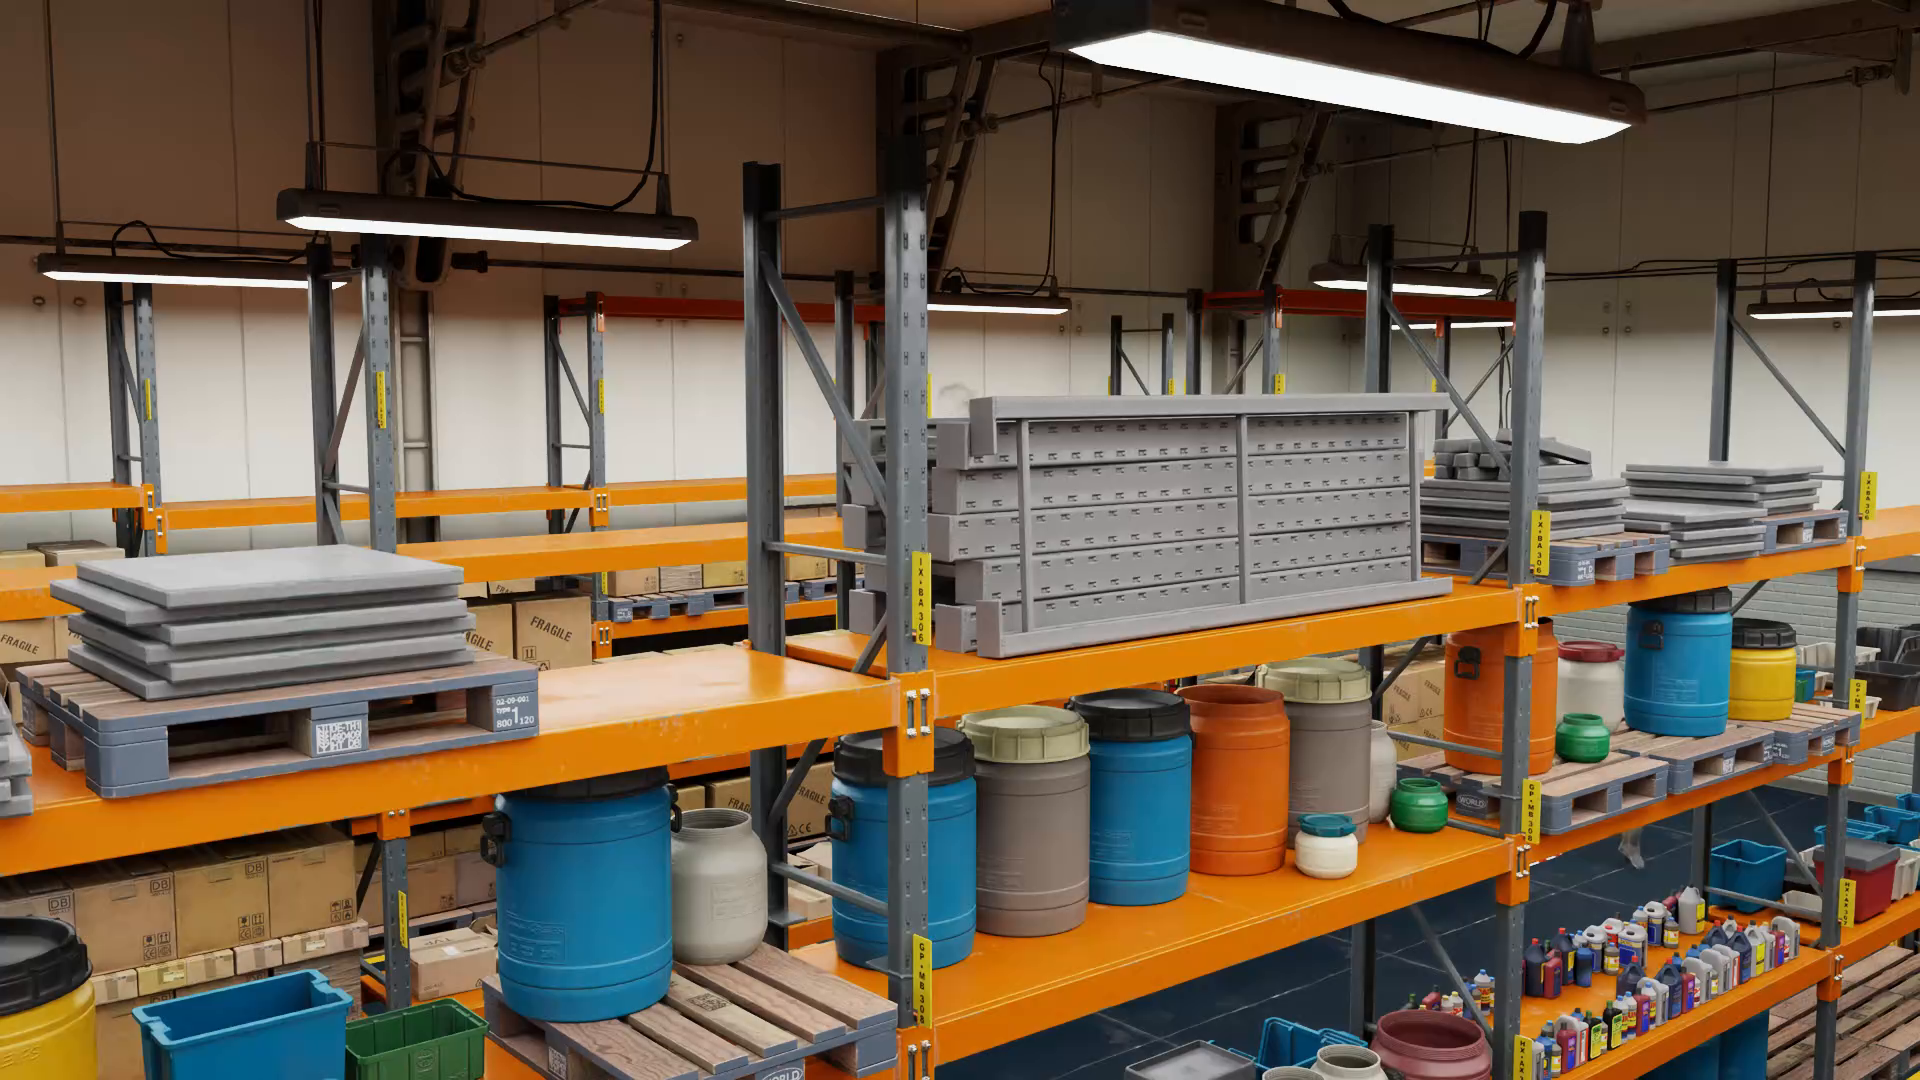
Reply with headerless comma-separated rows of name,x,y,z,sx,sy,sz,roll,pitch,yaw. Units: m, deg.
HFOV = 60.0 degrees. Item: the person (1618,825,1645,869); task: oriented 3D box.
person,7.059,2.656,17.631,0.620,1.684,0.647,-2,6,-17
